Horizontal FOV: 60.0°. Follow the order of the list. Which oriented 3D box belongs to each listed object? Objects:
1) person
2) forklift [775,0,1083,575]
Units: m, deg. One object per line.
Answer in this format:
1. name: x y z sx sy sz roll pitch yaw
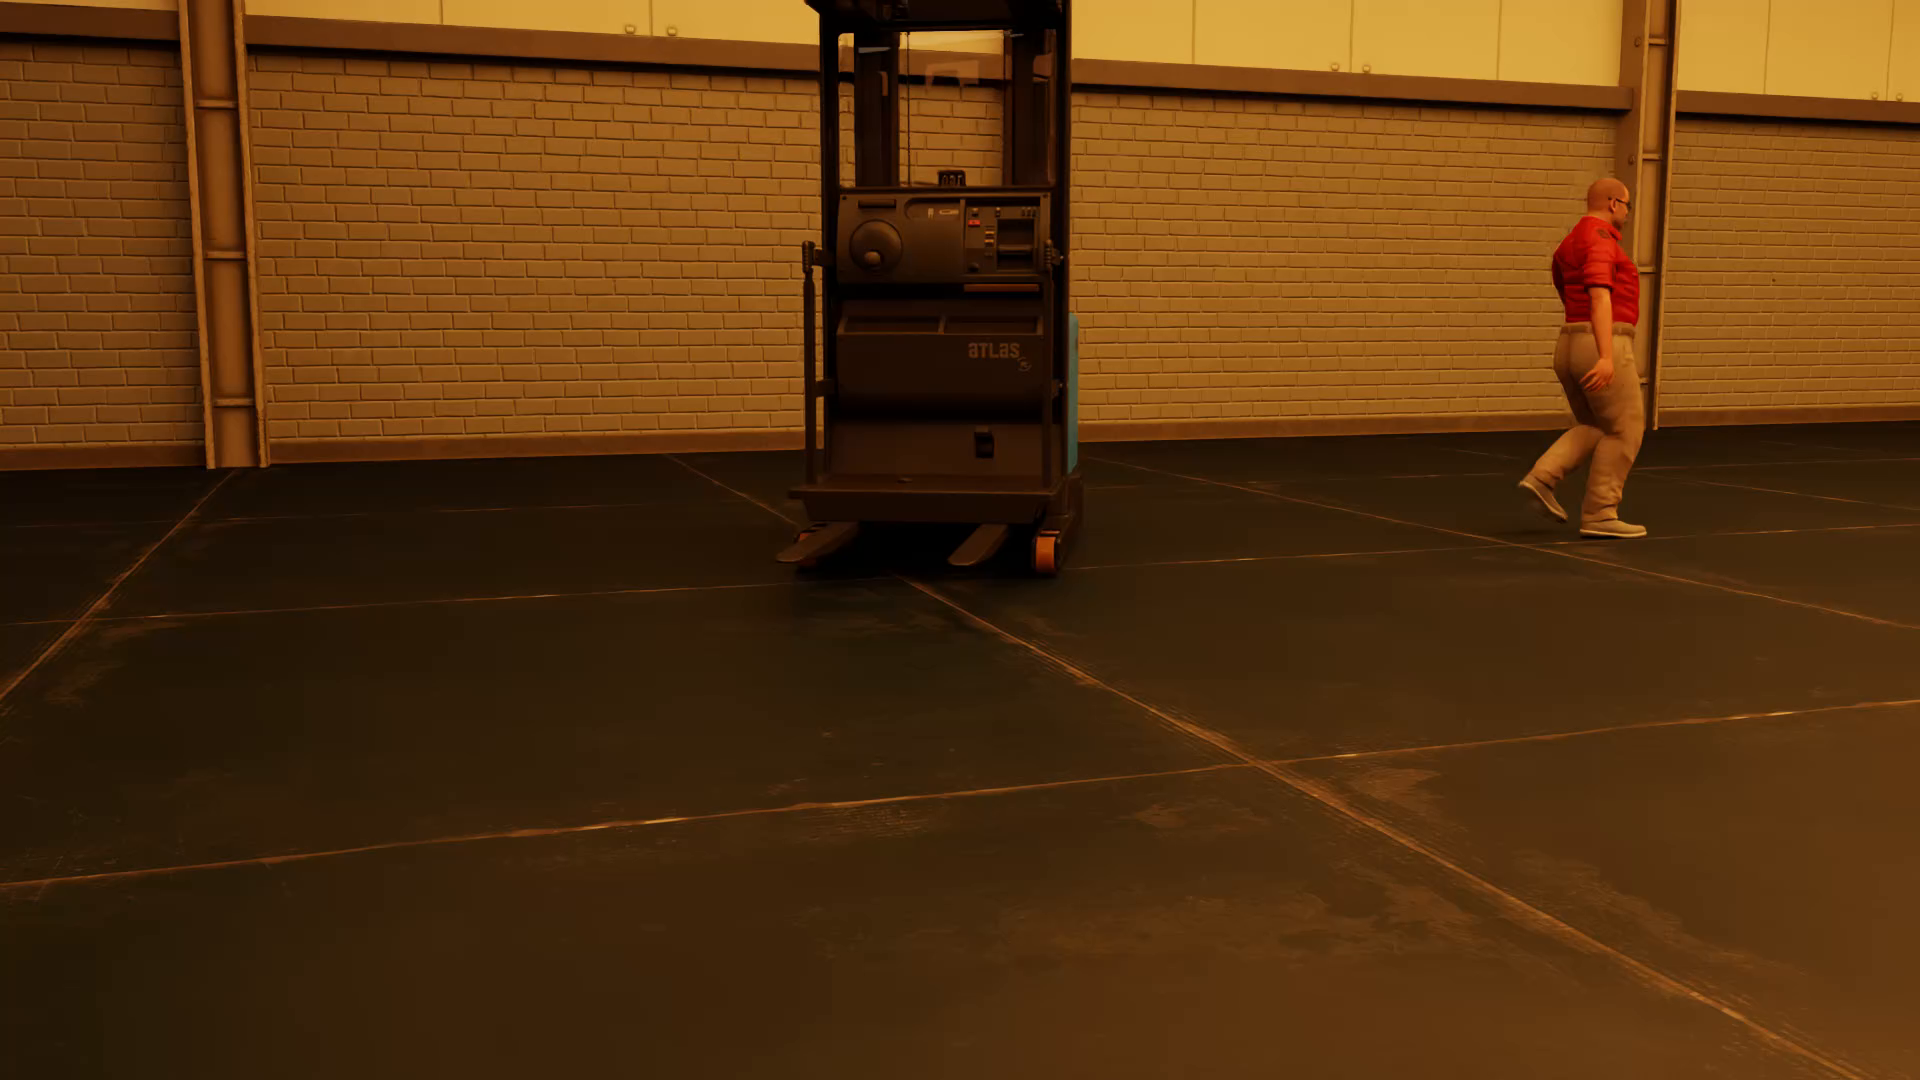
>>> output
1. person: 3.041 -0.868 7.984 0.533 1.709 0.760 -1 8 -6
2. forklift: -0.098 -1.355 7.012 1.130 2.935 3.031 1 8 8
